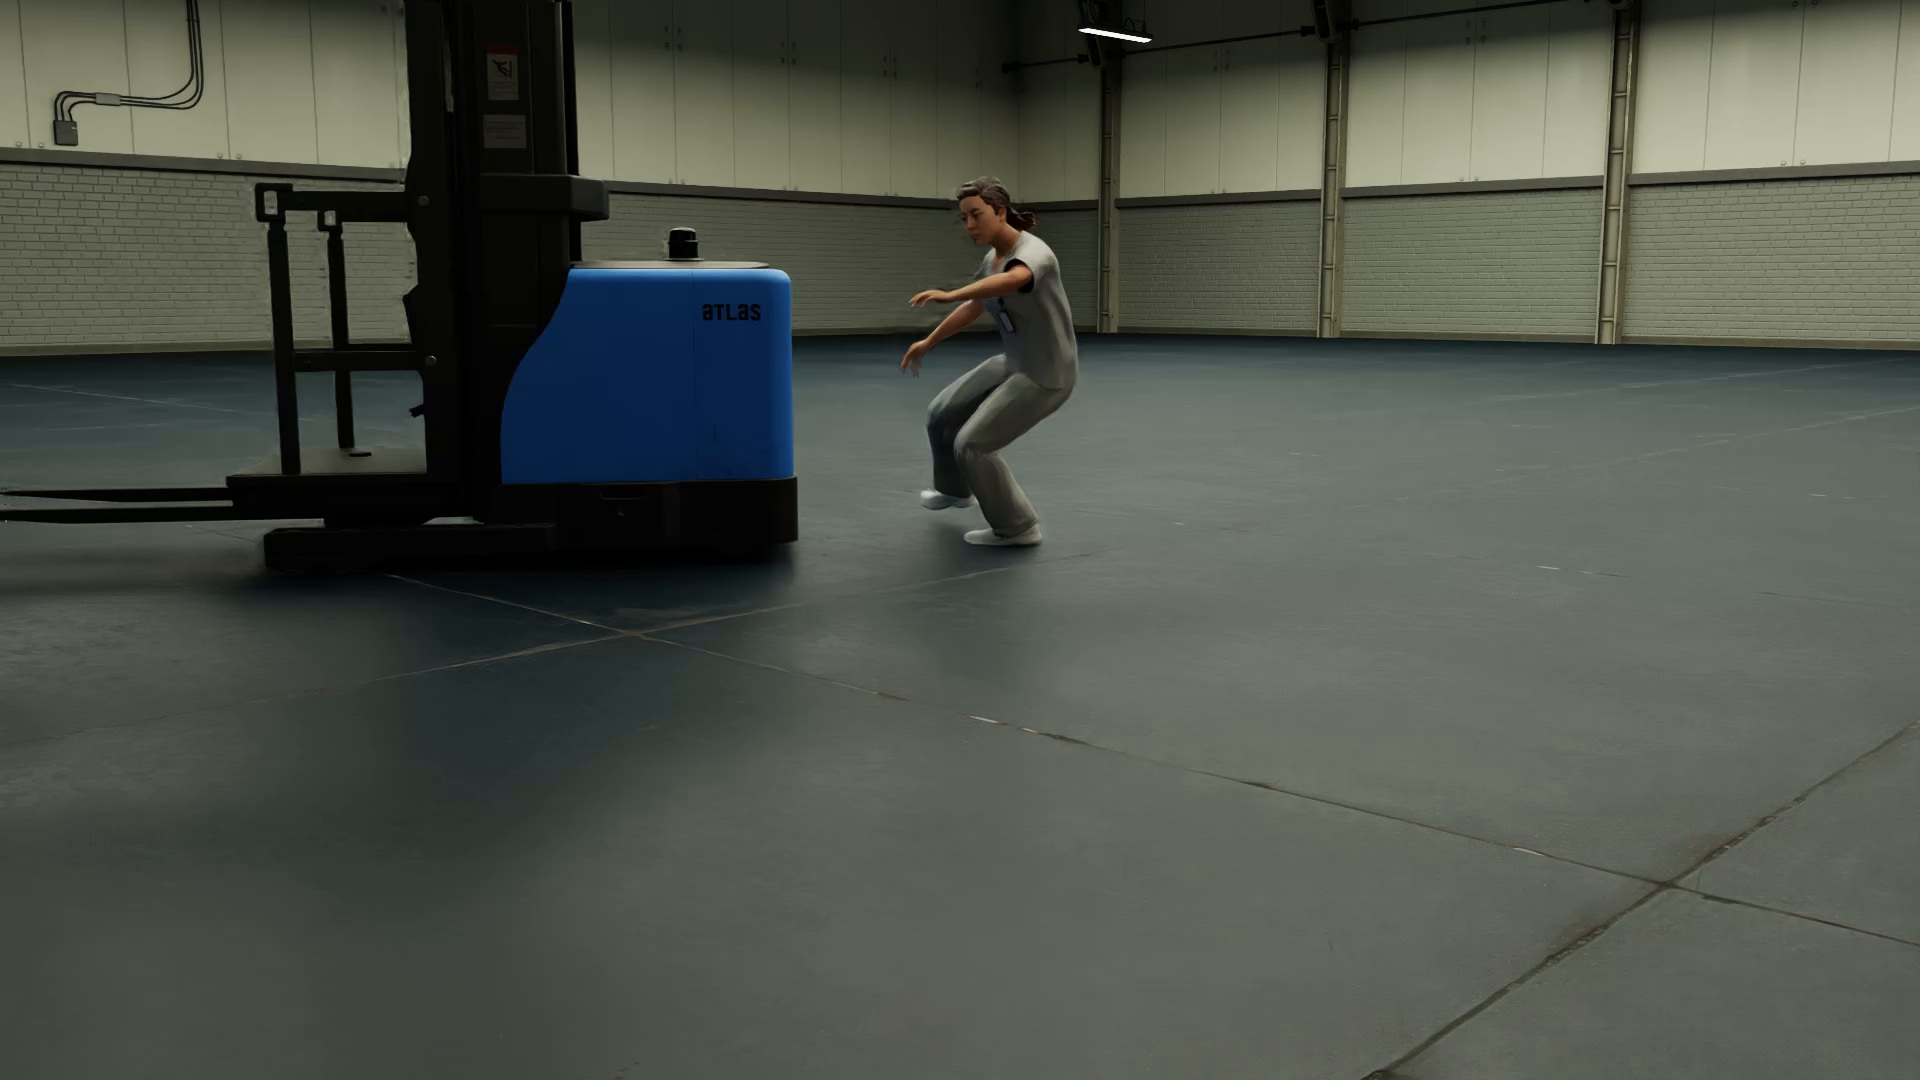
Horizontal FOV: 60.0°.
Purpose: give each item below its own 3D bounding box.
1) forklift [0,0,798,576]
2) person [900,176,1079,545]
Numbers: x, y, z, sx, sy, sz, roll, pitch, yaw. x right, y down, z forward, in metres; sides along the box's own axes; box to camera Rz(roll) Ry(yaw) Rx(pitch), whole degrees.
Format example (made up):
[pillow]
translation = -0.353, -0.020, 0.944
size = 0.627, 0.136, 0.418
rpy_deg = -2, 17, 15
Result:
[forklift]
translation = -2.173, -1.407, 6.217
size = 3.031, 2.935, 1.130
rpy_deg = -1, 9, -9
[person]
translation = -0.012, -0.669, 6.452
size = 0.824, 1.434, 1.187
rpy_deg = -4, 9, -24
